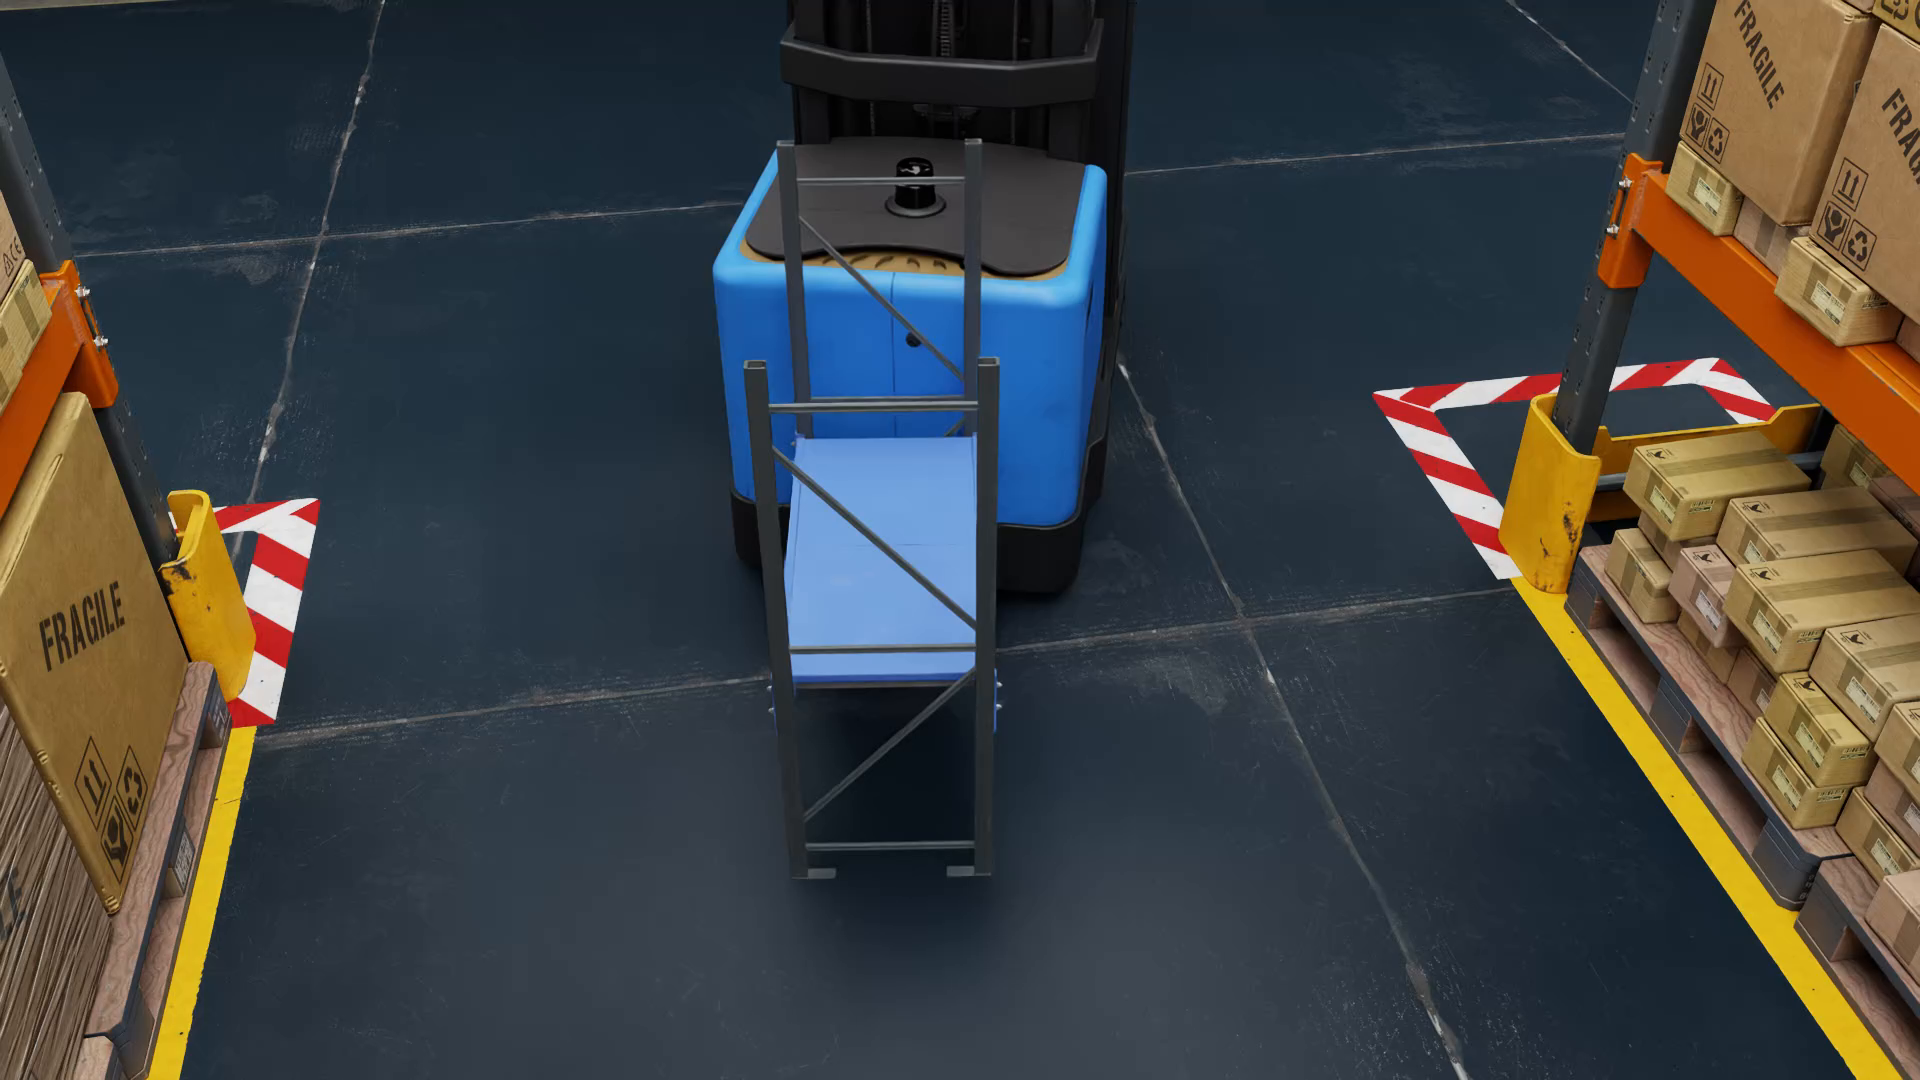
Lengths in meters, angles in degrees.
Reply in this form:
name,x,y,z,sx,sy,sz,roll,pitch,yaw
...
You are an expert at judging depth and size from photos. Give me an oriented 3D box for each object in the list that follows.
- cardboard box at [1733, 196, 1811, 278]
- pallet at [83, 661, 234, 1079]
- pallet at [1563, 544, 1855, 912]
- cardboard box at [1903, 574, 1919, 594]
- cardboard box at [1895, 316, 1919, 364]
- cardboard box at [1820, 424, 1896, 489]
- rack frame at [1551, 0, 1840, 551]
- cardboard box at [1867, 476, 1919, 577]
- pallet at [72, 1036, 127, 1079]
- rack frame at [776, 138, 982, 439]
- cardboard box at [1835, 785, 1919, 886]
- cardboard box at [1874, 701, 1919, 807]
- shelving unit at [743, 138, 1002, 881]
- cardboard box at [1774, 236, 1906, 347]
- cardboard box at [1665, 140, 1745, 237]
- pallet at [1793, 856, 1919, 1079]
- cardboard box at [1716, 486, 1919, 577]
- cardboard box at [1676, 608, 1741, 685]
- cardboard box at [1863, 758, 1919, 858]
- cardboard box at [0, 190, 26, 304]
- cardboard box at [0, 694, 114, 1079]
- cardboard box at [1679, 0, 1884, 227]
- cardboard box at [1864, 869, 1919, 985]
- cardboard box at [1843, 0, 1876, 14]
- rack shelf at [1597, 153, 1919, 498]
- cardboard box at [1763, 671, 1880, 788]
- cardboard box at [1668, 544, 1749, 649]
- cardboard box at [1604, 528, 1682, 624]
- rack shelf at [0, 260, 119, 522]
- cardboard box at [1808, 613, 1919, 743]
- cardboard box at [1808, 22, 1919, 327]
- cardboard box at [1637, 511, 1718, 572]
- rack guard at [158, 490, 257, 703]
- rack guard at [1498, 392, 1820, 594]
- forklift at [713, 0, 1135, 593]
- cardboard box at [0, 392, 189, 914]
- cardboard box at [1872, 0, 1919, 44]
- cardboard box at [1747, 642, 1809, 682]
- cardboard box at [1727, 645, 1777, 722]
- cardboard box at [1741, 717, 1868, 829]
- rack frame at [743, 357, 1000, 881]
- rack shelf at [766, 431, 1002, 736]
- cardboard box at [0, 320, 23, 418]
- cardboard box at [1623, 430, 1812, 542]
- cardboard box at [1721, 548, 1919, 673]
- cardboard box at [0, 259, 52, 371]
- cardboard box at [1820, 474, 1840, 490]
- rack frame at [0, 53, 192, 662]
name,x,y,z,sx,sy,sz,roll,pitch,yaw
cardboard box,2.103,-0.747,3.971,0.380,0.149,0.250,-5,38,-6
pallet,-2.401,0.822,4.020,1.003,0.211,1.213,-6,38,-8
pallet,2.404,0.415,4.544,1.003,0.211,1.213,-6,38,-8
cardboard box,2.649,0.068,4.457,0.380,0.149,0.250,-7,38,-9
cardboard box,2.277,-0.437,3.572,0.380,0.149,0.250,-5,38,-6
cardboard box,2.625,-0.209,4.570,0.380,0.149,0.250,-6,38,-7
rack frame,2.283,-1.226,4.384,1.000,3.000,0.127,-6,38,-8
cardboard box,2.613,-0.051,4.367,0.380,0.149,0.250,-6,38,-7
pallet,-2.190,1.557,3.074,1.003,0.211,1.213,-6,38,-8
rack frame,-0.196,-0.378,4.514,0.500,1.500,0.032,-1,38,-1
cardboard box,2.312,0.693,3.895,0.380,0.149,0.250,-6,38,-8
cardboard box,2.290,0.481,3.683,0.380,0.149,0.250,-5,38,-6
shelving unit,-0.184,-0.066,4.113,0.538,1.500,1.048,-1,38,-1
cardboard box,2.097,-0.579,3.755,0.380,0.149,0.250,-7,38,-9
cardboard box,2.017,-0.896,4.164,0.380,0.149,0.250,-7,38,-8
pallet,2.614,1.150,3.597,1.003,0.211,1.213,-6,38,-8
cardboard box,2.207,0.005,4.295,0.380,0.149,0.250,-6,38,-7
cardboard box,2.186,0.234,4.486,0.380,0.149,0.250,-6,38,-8
cardboard box,2.323,0.587,3.789,0.380,0.149,0.250,-8,39,-10
cardboard box,-2.272,-0.548,3.390,0.500,0.250,0.500,-7,38,-9
cardboard box,-2.267,0.847,3.105,0.875,0.875,0.875,-6,38,-8
cardboard box,2.090,-1.083,3.875,0.500,0.500,0.500,-5,38,-6
cardboard box,2.270,0.853,3.689,0.380,0.149,0.250,-8,39,-10
cardboard box,2.100,-1.479,3.569,0.500,0.500,0.500,-6,38,-8
rack shelf,2.634,0.266,3.050,1.077,0.370,4.000,-6,38,-8
cardboard box,2.183,0.437,3.982,0.380,0.149,0.250,-5,38,-7
cardboard box,2.115,0.132,4.375,0.380,0.149,0.250,-6,38,-8
cardboard box,2.060,0.084,4.678,0.380,0.149,0.250,-5,38,-7
rack shelf,-2.267,0.738,2.441,1.077,0.370,4.000,-6,38,-8
cardboard box,2.250,0.312,3.900,0.380,0.149,0.250,-8,39,-10
cardboard box,2.209,-0.762,3.462,0.500,0.500,0.500,-6,38,-8
cardboard box,2.122,-0.040,4.595,0.380,0.149,0.250,-5,38,-6
rack guard,-2.622,0.219,4.561,1.175,0.500,0.348,-6,38,-8
rack guard,2.296,-0.193,5.092,1.175,0.500,0.348,-6,38,-8
forklift,0.036,-1.900,5.307,1.130,2.935,3.031,5,38,7
cardboard box,-2.427,0.297,3.812,0.875,0.875,0.875,-6,38,-8
cardboard box,2.195,-1.174,3.178,0.500,0.500,0.500,-5,38,-7
cardboard box,2.245,0.270,4.197,0.380,0.149,0.250,-6,38,-7
cardboard box,2.237,0.383,4.294,0.380,0.149,0.250,-6,38,-7
cardboard box,2.173,0.549,4.080,0.380,0.149,0.250,-6,38,-7
rack frame,-0.172,0.246,3.711,0.500,1.500,0.032,-1,38,-1
rack shelf,-0.184,0.076,4.223,0.538,0.185,1.000,-1,38,-1
cardboard box,-2.184,-0.318,3.420,0.380,0.149,0.250,-6,38,-7
cardboard box,2.040,-0.148,4.493,0.380,0.149,0.250,-8,39,-10
cardboard box,2.125,0.171,4.081,0.380,0.149,0.250,-6,38,-8
cardboard box,-2.231,-0.475,3.621,0.380,0.149,0.250,-6,38,-7
cardboard box,2.657,-0.096,4.667,0.380,0.149,0.250,-7,38,-9
rack frame,-2.618,-0.754,3.776,1.000,3.000,0.127,-6,38,-8
